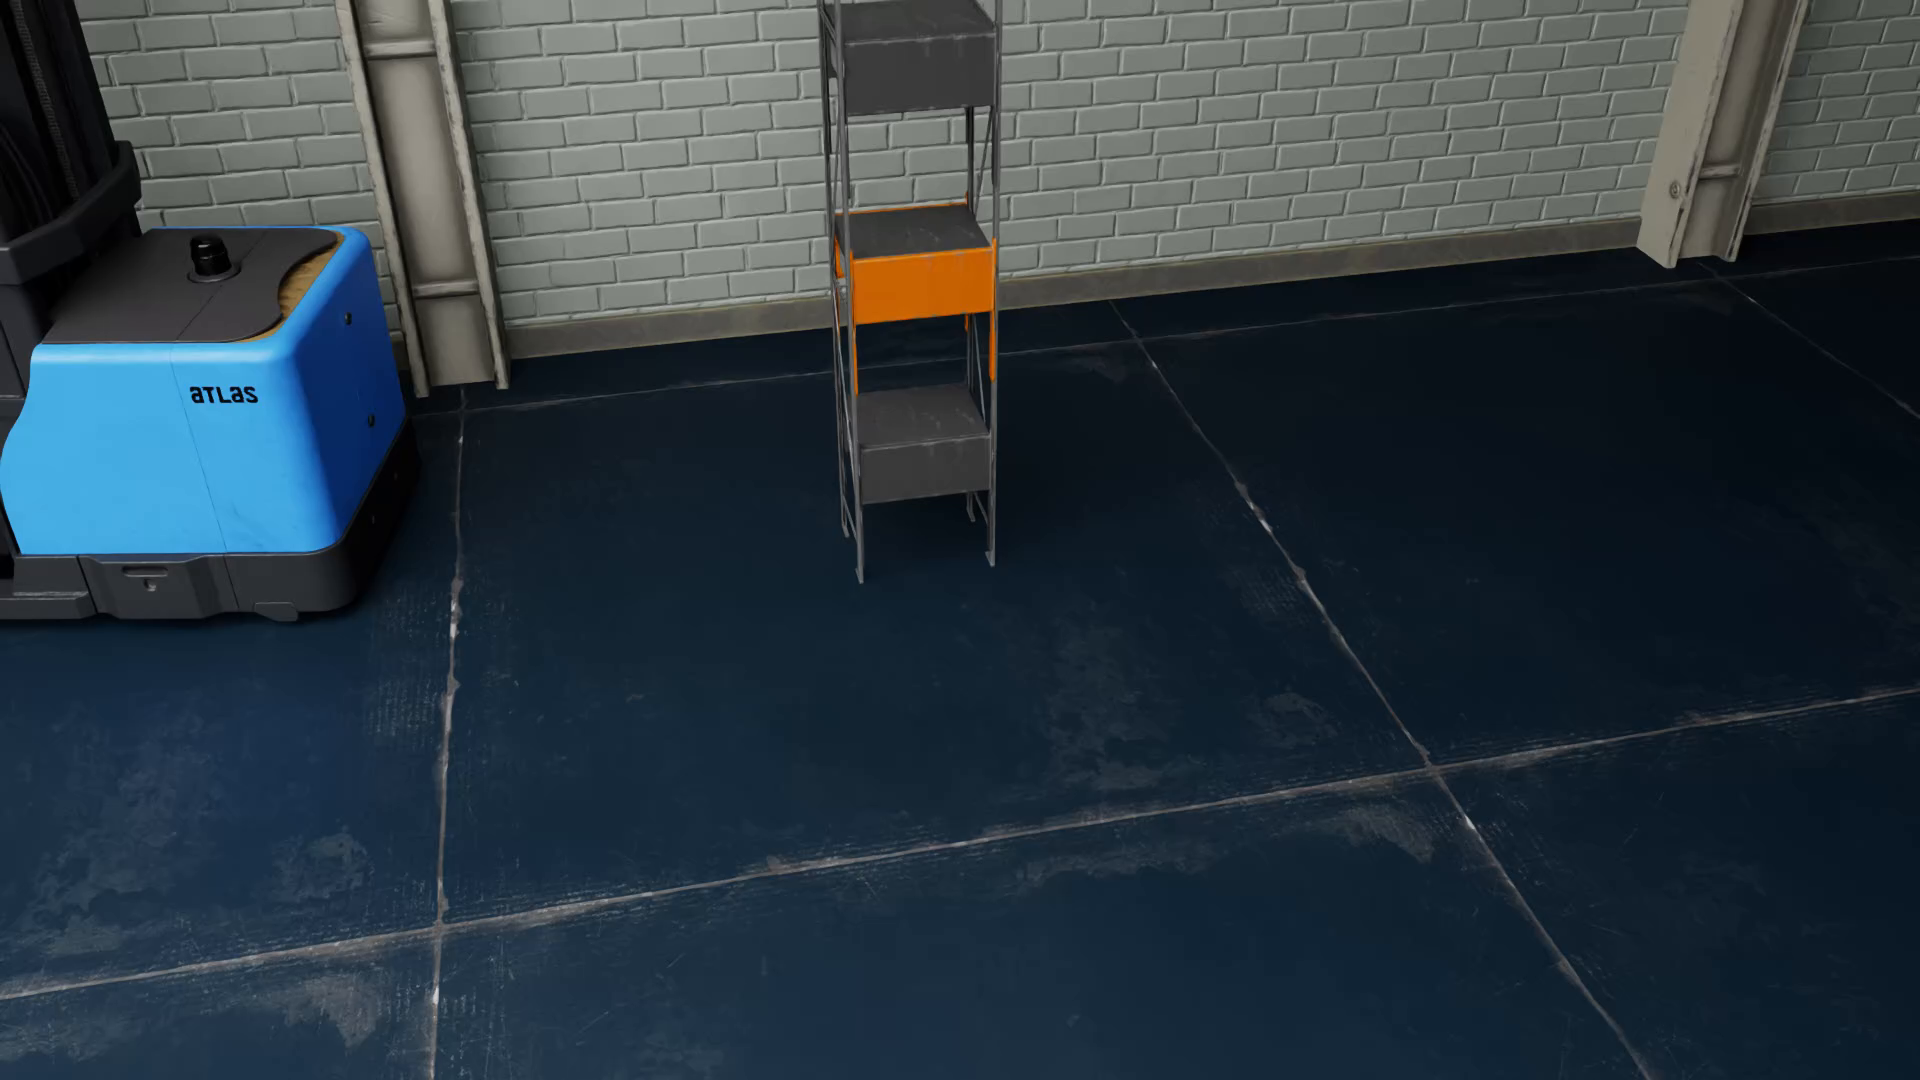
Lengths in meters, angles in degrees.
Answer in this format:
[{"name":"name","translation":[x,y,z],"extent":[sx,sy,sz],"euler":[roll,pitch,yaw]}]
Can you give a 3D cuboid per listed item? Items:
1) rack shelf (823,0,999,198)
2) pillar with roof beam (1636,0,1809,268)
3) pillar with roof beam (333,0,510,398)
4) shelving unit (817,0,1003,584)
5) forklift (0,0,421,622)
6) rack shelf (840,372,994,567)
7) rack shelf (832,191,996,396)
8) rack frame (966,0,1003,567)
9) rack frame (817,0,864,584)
[{"name":"rack shelf","translation":[-0.161,-1.421,5.252],"extent":[0.480,0.518,0.431],"euler":[-7,35,-11]},{"name":"pillar with roof beam","translation":[4.617,-2.855,2.428],"extent":[0.400,9.000,9.100],"euler":[-7,35,-11]},{"name":"pillar with roof beam","translation":[-1.236,-2.117,1.329],"extent":[0.400,9.000,9.100],"euler":[-7,35,-11]},{"name":"shelving unit","translation":[-0.161,-0.852,5.635],"extent":[0.503,2.100,0.431],"euler":[-7,35,-11]},{"name":"forklift","translation":[-3.630,-1.192,5.396],"extent":[3.031,2.935,1.130],"euler":[0,34,-1]},{"name":"rack shelf","translation":[-0.161,-0.259,6.032],"extent":[0.480,0.518,0.431],"euler":[-7,35,-11]},{"name":"rack shelf","translation":[-0.161,-0.840,5.642],"extent":[0.480,0.518,0.431],"euler":[-7,35,-11]},{"name":"rack frame","translation":[0.077,-0.882,5.679],"extent":[0.015,2.100,0.400],"euler":[-7,35,-11]},{"name":"rack frame","translation":[-0.399,-0.822,5.590],"extent":[0.015,2.100,0.400],"euler":[-7,35,-11]}]
